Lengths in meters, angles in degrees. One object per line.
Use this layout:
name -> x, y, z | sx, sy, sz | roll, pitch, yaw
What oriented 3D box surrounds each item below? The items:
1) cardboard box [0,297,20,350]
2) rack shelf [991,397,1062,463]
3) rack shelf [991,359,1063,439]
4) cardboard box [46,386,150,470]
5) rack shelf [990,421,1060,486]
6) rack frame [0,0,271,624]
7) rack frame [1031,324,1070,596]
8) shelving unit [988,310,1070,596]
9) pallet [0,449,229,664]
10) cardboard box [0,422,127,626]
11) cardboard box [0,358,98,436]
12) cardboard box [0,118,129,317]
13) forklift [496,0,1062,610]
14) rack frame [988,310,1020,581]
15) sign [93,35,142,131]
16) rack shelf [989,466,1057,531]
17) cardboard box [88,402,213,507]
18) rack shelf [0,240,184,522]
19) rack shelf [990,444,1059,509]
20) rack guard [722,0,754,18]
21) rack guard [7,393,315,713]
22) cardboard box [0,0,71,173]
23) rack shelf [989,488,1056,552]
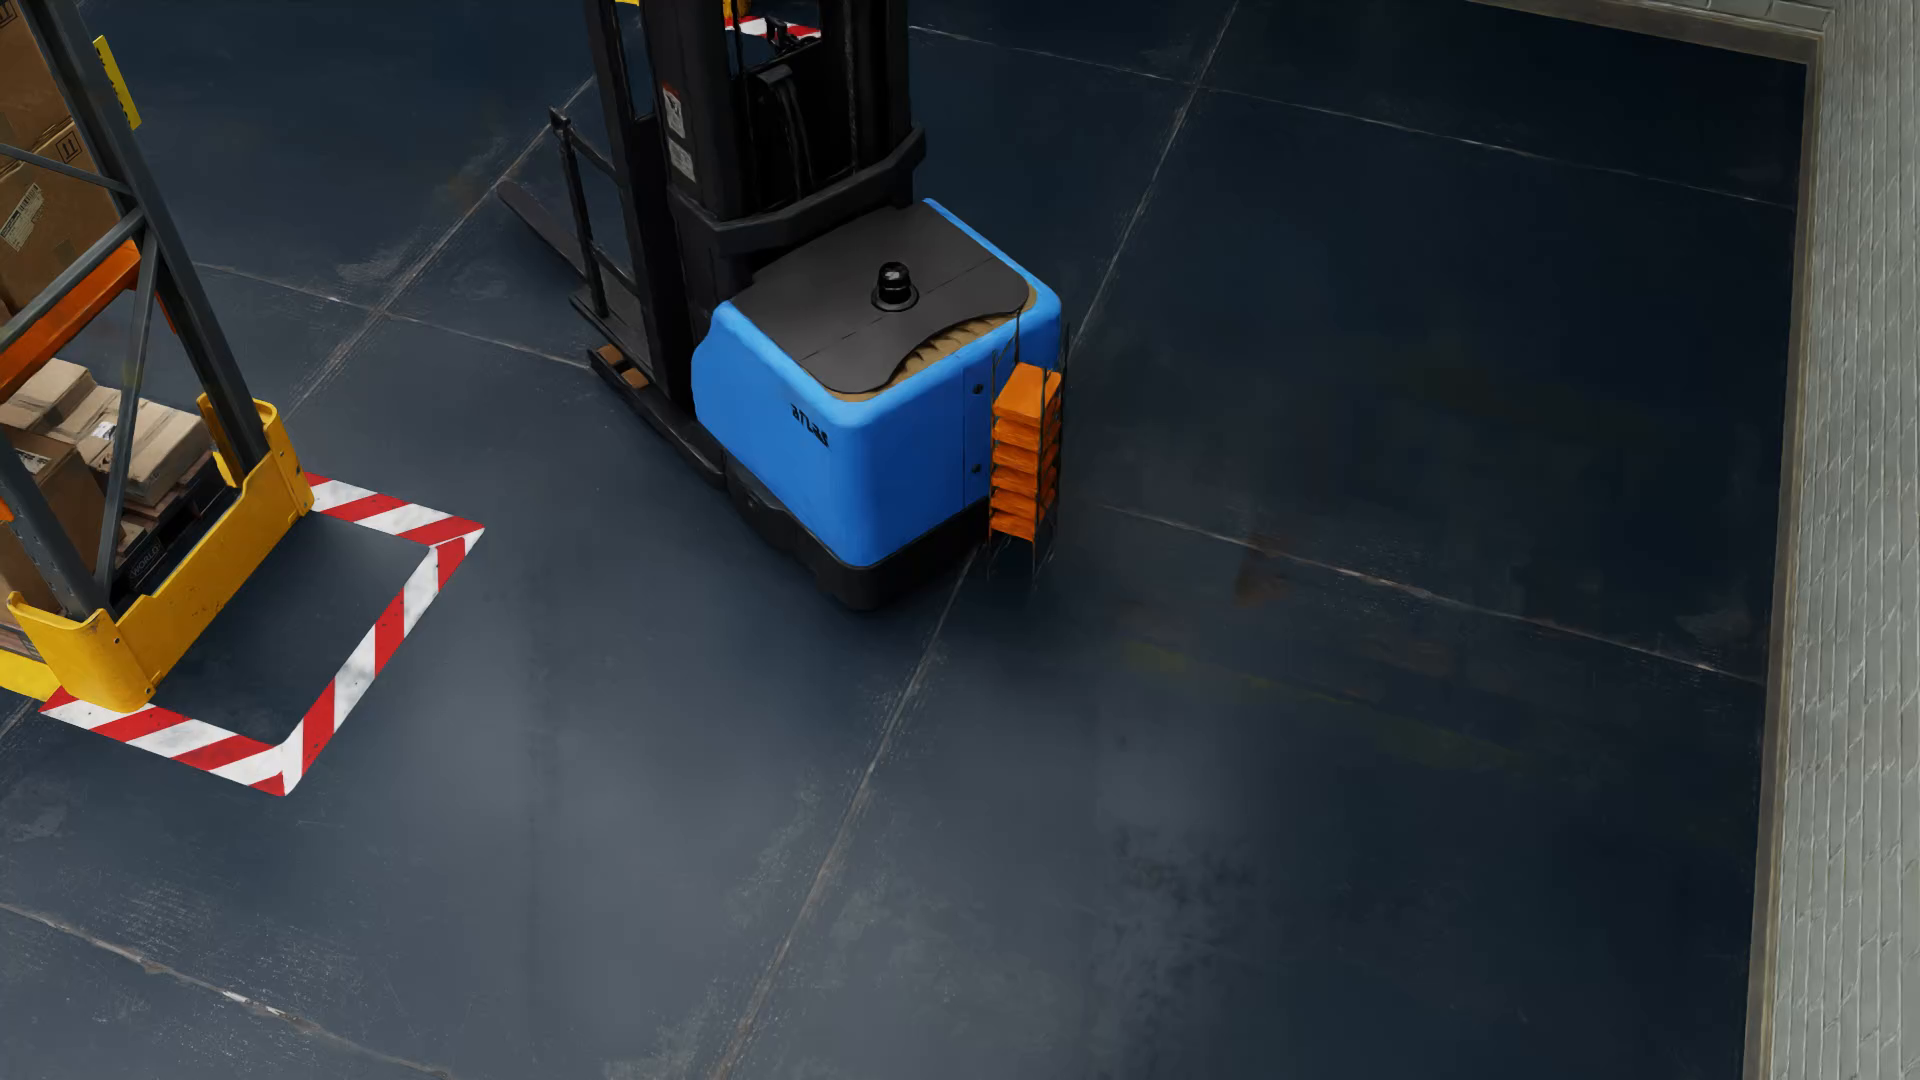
cardboard box -> -3.409, -0.732, 5.200 | 0.500, 0.500, 0.500 | 17, 51, 14
rack shelf -> 0.241, -0.416, 5.925 | 0.180, 0.103, 0.258 | 18, 51, 15
rack shelf -> 0.241, -0.495, 5.834 | 0.180, 0.103, 0.258 | 18, 51, 15
cardboard box -> -3.402, -0.410, 6.570 | 0.250, 0.166, 0.380 | 16, 51, 13
rack shelf -> 0.241, -0.338, 6.015 | 0.180, 0.103, 0.258 | 18, 51, 15
rack frame -> -2.894, -0.775, 5.303 | 0.127, 3.000, 1.000 | 16, 51, 13
rack frame -> 0.325, -0.261, 6.049 | 0.006, 1.200, 0.240 | 18, 51, 15
shelving unit -> 0.241, -0.288, 6.073 | 0.189, 1.200, 0.258 | 18, 51, 15
pallet -> -3.714, -0.089, 6.555 | 1.213, 0.211, 1.003 | 16, 51, 13
cardboard box -> -3.490, -0.068, 6.054 | 0.500, 0.500, 0.500 | 16, 51, 13
cardboard box -> -3.775, -0.493, 6.587 | 0.500, 0.250, 0.500 | 16, 51, 13
cardboard box -> -3.219, -1.111, 5.528 | 0.500, 0.500, 0.500 | 17, 51, 14
forklift -> -0.944, -1.748, 6.192 | 1.130, 2.935, 3.031 | -32, 56, -25
rack frame -> 0.157, -0.316, 6.096 | 0.006, 1.200, 0.240 | 18, 51, 15
sign -> -2.706, -1.443, 5.309 | 0.005, 0.325, 0.100 | 16, 51, 13
rack shelf -> 0.241, -0.181, 6.197 | 0.180, 0.103, 0.258 | 18, 51, 15
cardboard box -> -3.168, -0.338, 6.520 | 0.250, 0.149, 0.380 | 16, 51, 13
rack shelf -> -4.770, -1.063, 6.029 | 4.000, 0.370, 1.077 | 16, 51, 13
rack shelf -> 0.241, -0.259, 6.106 | 0.180, 0.103, 0.258 | 18, 51, 15
rack guard -> -1.159, -3.462, 9.286 | 0.348, 0.500, 1.175 | 16, 51, 13
rack guard -> -2.966, 0.024, 6.265 | 0.348, 0.500, 1.175 | 16, 51, 13
cardboard box -> -3.219, -1.438, 5.150 | 0.500, 0.500, 0.500 | 17, 51, 14
rack shelf -> 0.241, -0.102, 6.287 | 0.180, 0.103, 0.258 | 18, 51, 15
